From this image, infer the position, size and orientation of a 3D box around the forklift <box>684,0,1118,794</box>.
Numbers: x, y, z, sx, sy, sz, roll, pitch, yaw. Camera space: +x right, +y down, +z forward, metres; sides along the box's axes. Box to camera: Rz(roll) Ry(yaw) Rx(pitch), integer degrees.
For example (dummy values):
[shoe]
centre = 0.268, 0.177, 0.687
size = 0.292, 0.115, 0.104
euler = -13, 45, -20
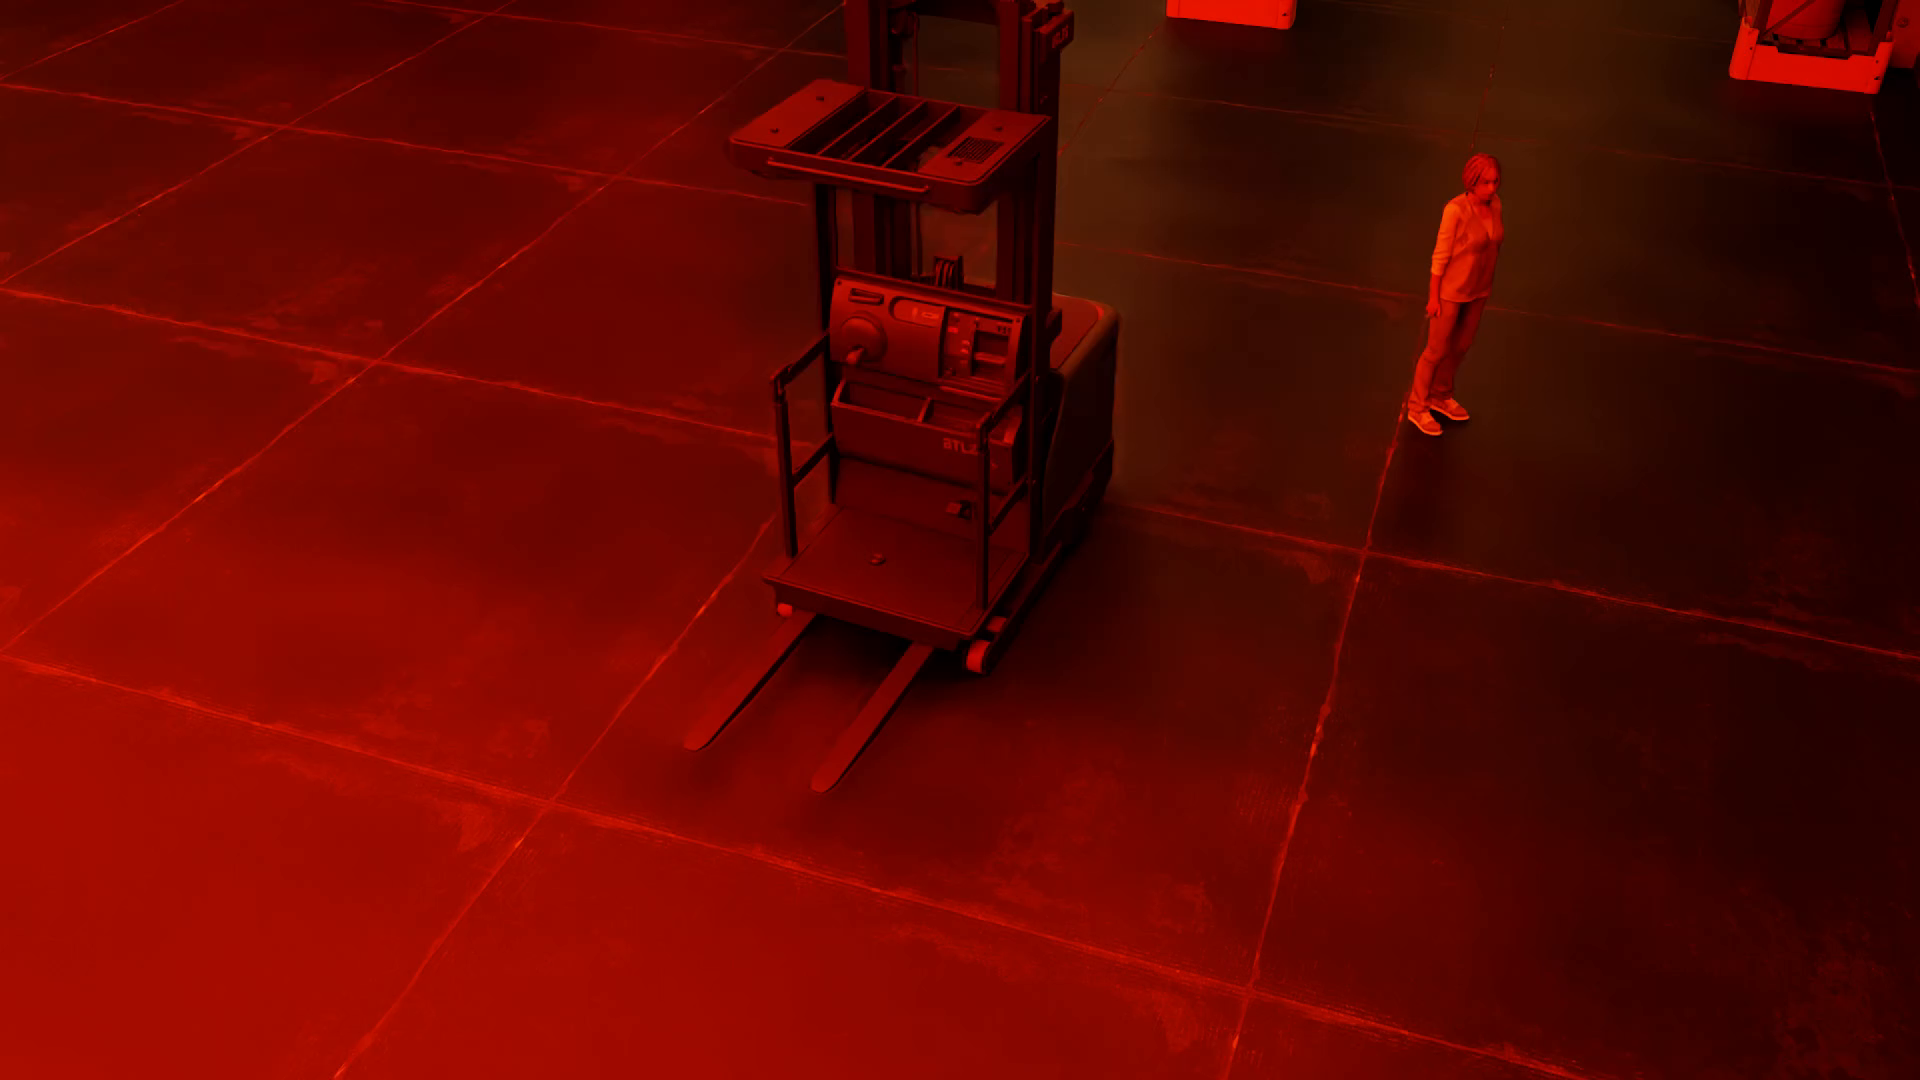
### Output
[forklift]
centre = -0.244, -0.855, 7.317
size = 1.130, 2.935, 3.031
euler = 15, 38, 20

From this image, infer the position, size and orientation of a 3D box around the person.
[person]
centre = 2.763, -1.360, 9.180
size = 0.444, 1.602, 0.329
euler = -21, 40, -27
